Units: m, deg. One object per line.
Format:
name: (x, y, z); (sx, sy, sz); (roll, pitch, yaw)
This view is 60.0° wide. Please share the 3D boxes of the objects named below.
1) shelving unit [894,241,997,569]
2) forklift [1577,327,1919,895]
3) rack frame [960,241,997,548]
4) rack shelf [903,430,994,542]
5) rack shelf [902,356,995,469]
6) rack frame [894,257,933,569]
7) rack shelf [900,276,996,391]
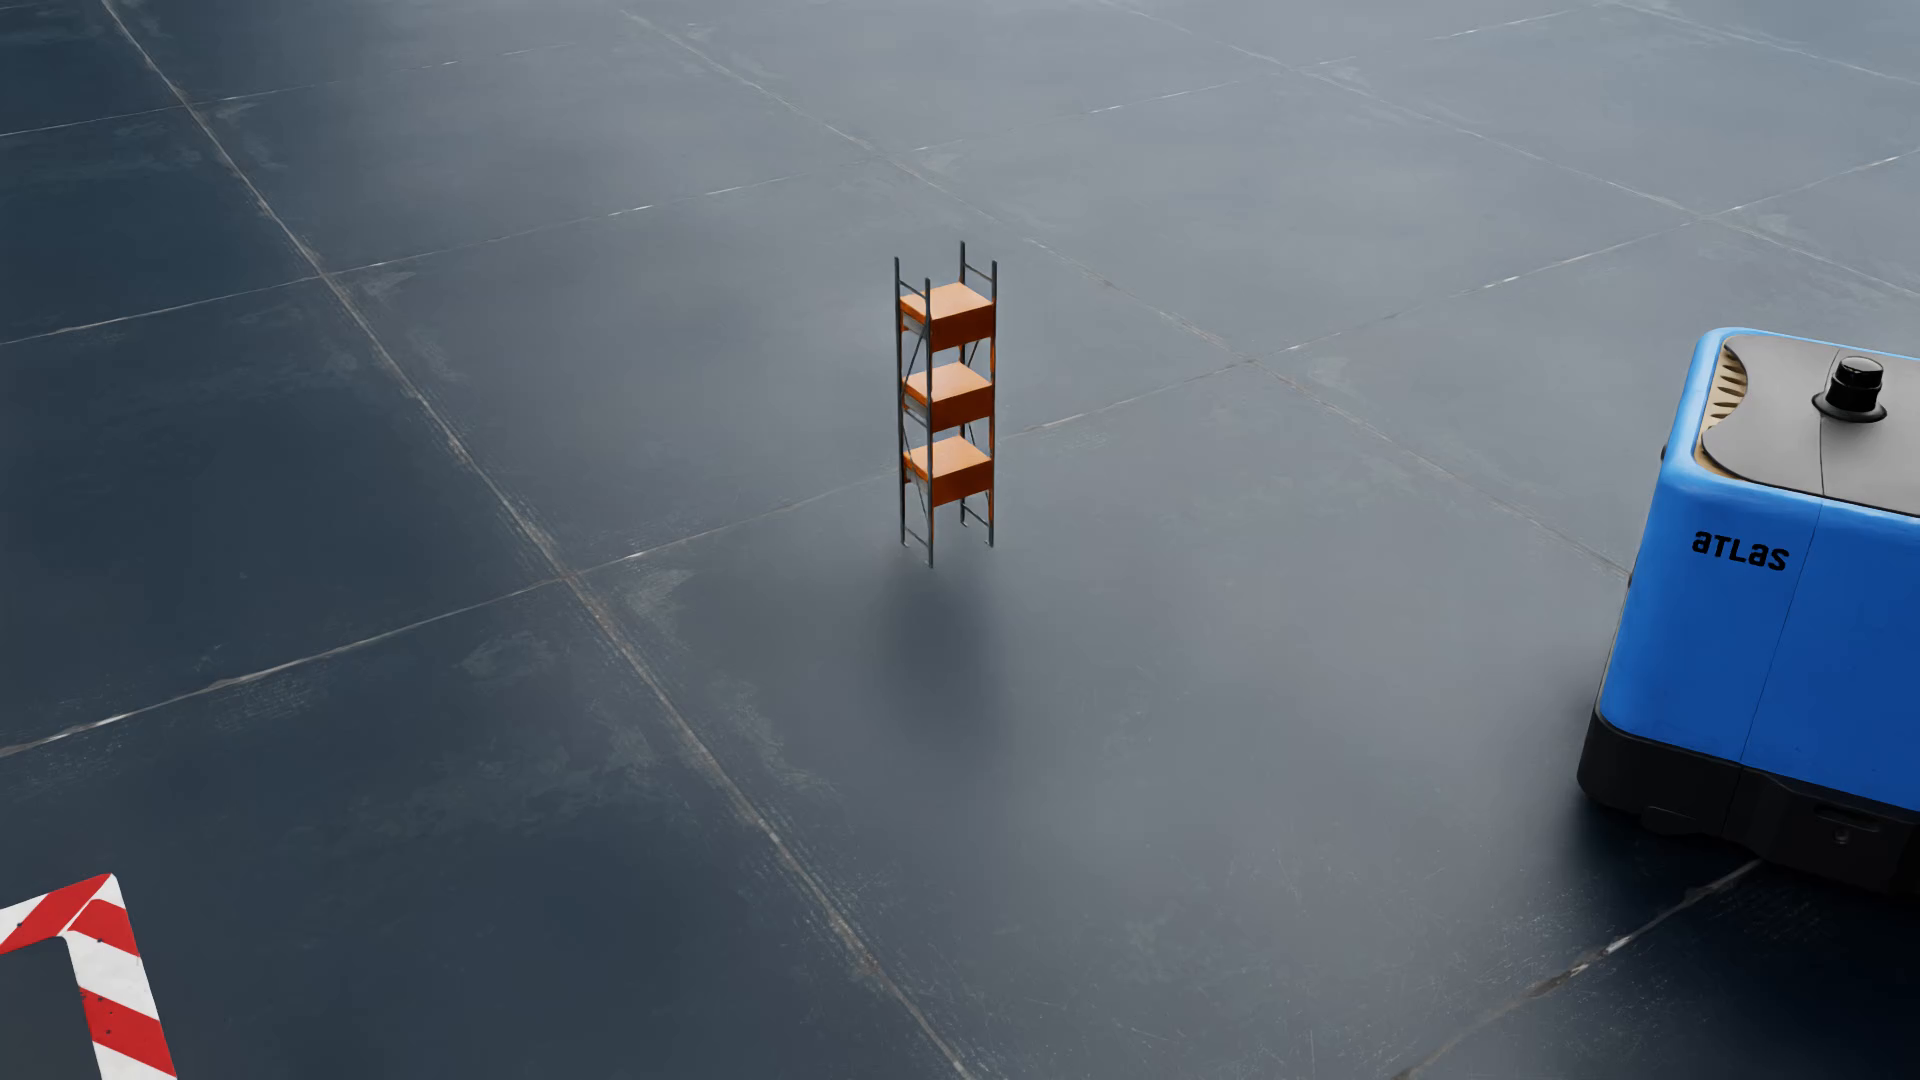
shelving unit: (-0.045, -0.429, 5.445); (0.252, 1.050, 0.215); (-19, 37, -27)
forklift: (3.248, -0.374, 3.596); (3.031, 2.935, 1.130); (15, 35, 22)
rack frame: (0.058, -0.464, 5.501); (0.008, 1.050, 0.200); (-19, 37, -27)
rack shelf: (-0.045, -0.185, 5.599); (0.240, 0.259, 0.215); (-19, 37, -27)
rack shelf: (-0.045, -0.420, 5.451); (0.240, 0.259, 0.215); (-19, 37, -27)
rack frame: (-0.148, -0.393, 5.389); (0.008, 1.050, 0.200); (-19, 37, -27)
rack shelf: (-0.045, -0.660, 5.300); (0.240, 0.259, 0.215); (-19, 37, -27)
